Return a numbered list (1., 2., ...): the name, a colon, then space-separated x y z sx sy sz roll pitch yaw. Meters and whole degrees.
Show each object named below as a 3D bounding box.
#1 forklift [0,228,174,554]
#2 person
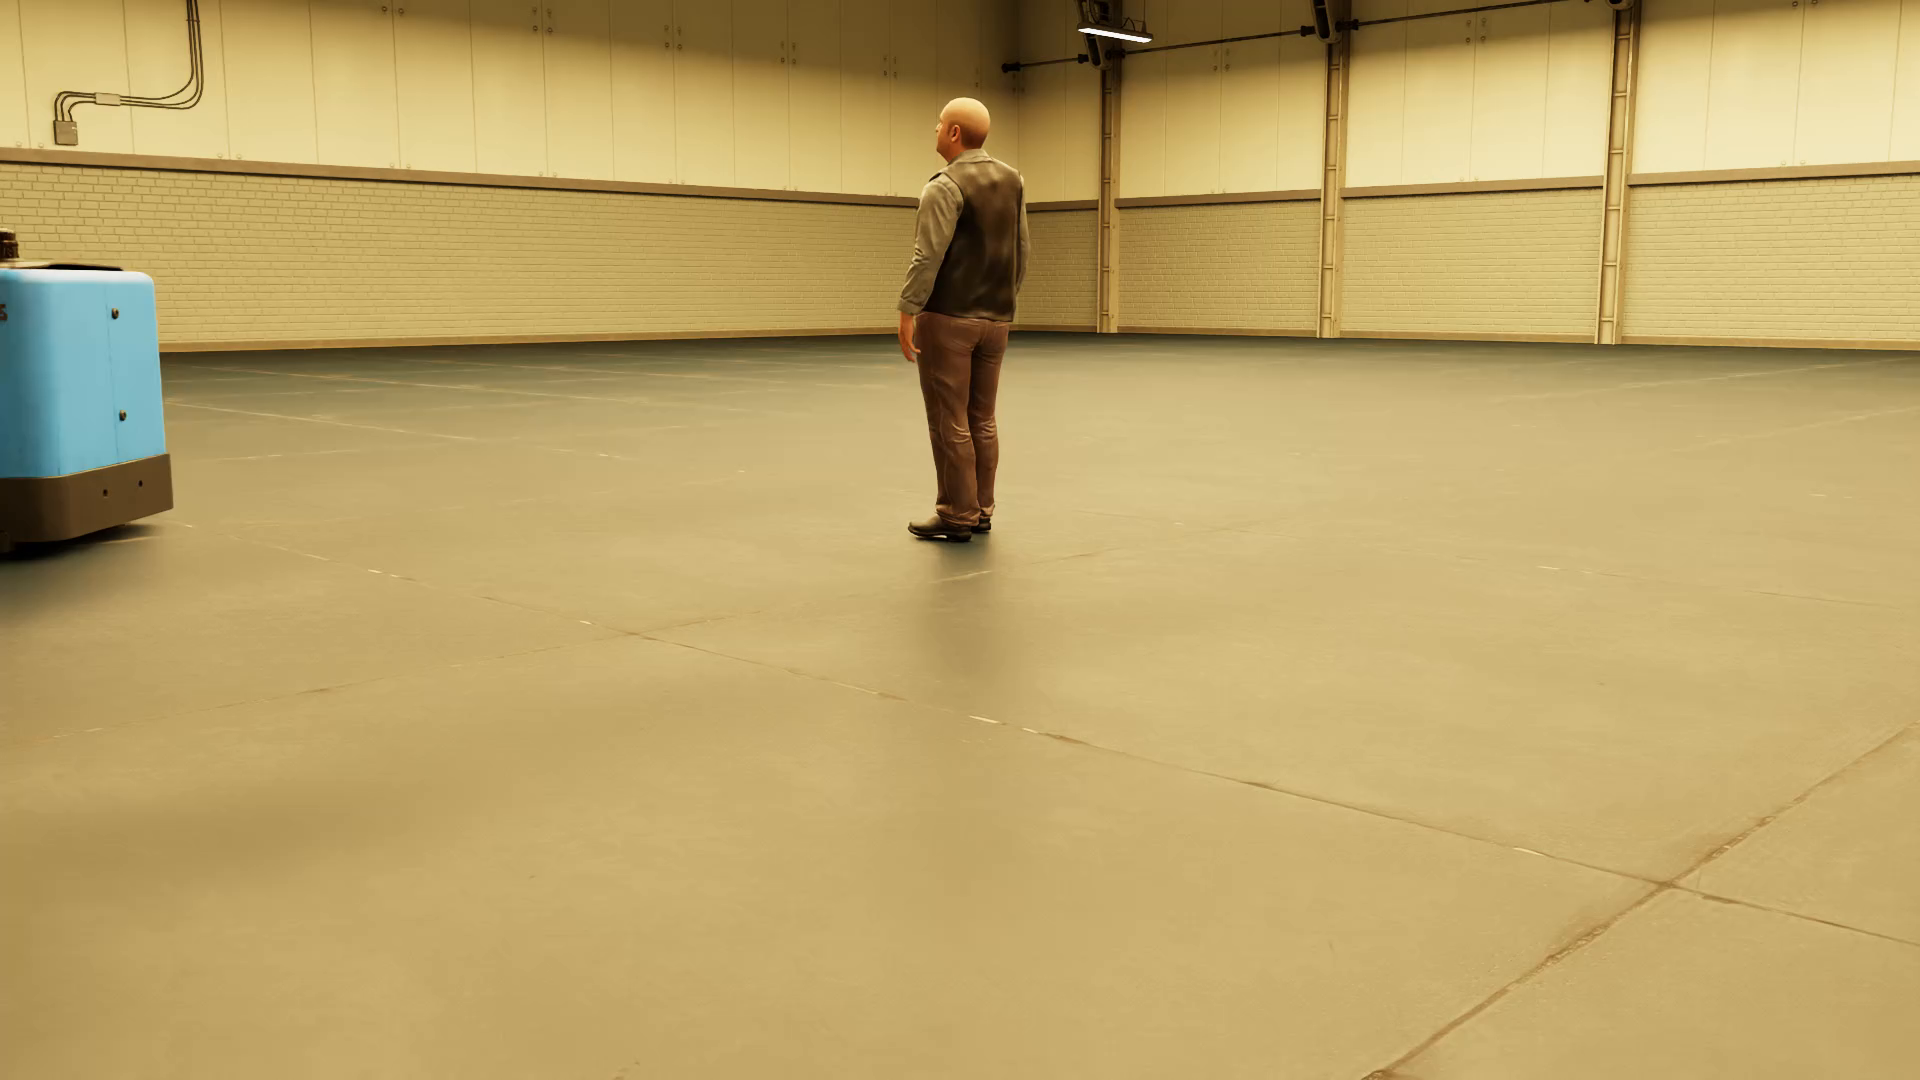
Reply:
1. forklift: -4.872 -1.441 6.445 3.031 2.935 1.130 0 9 -2
2. person: -0.039 -0.865 6.637 0.568 1.720 0.632 8 12 43
